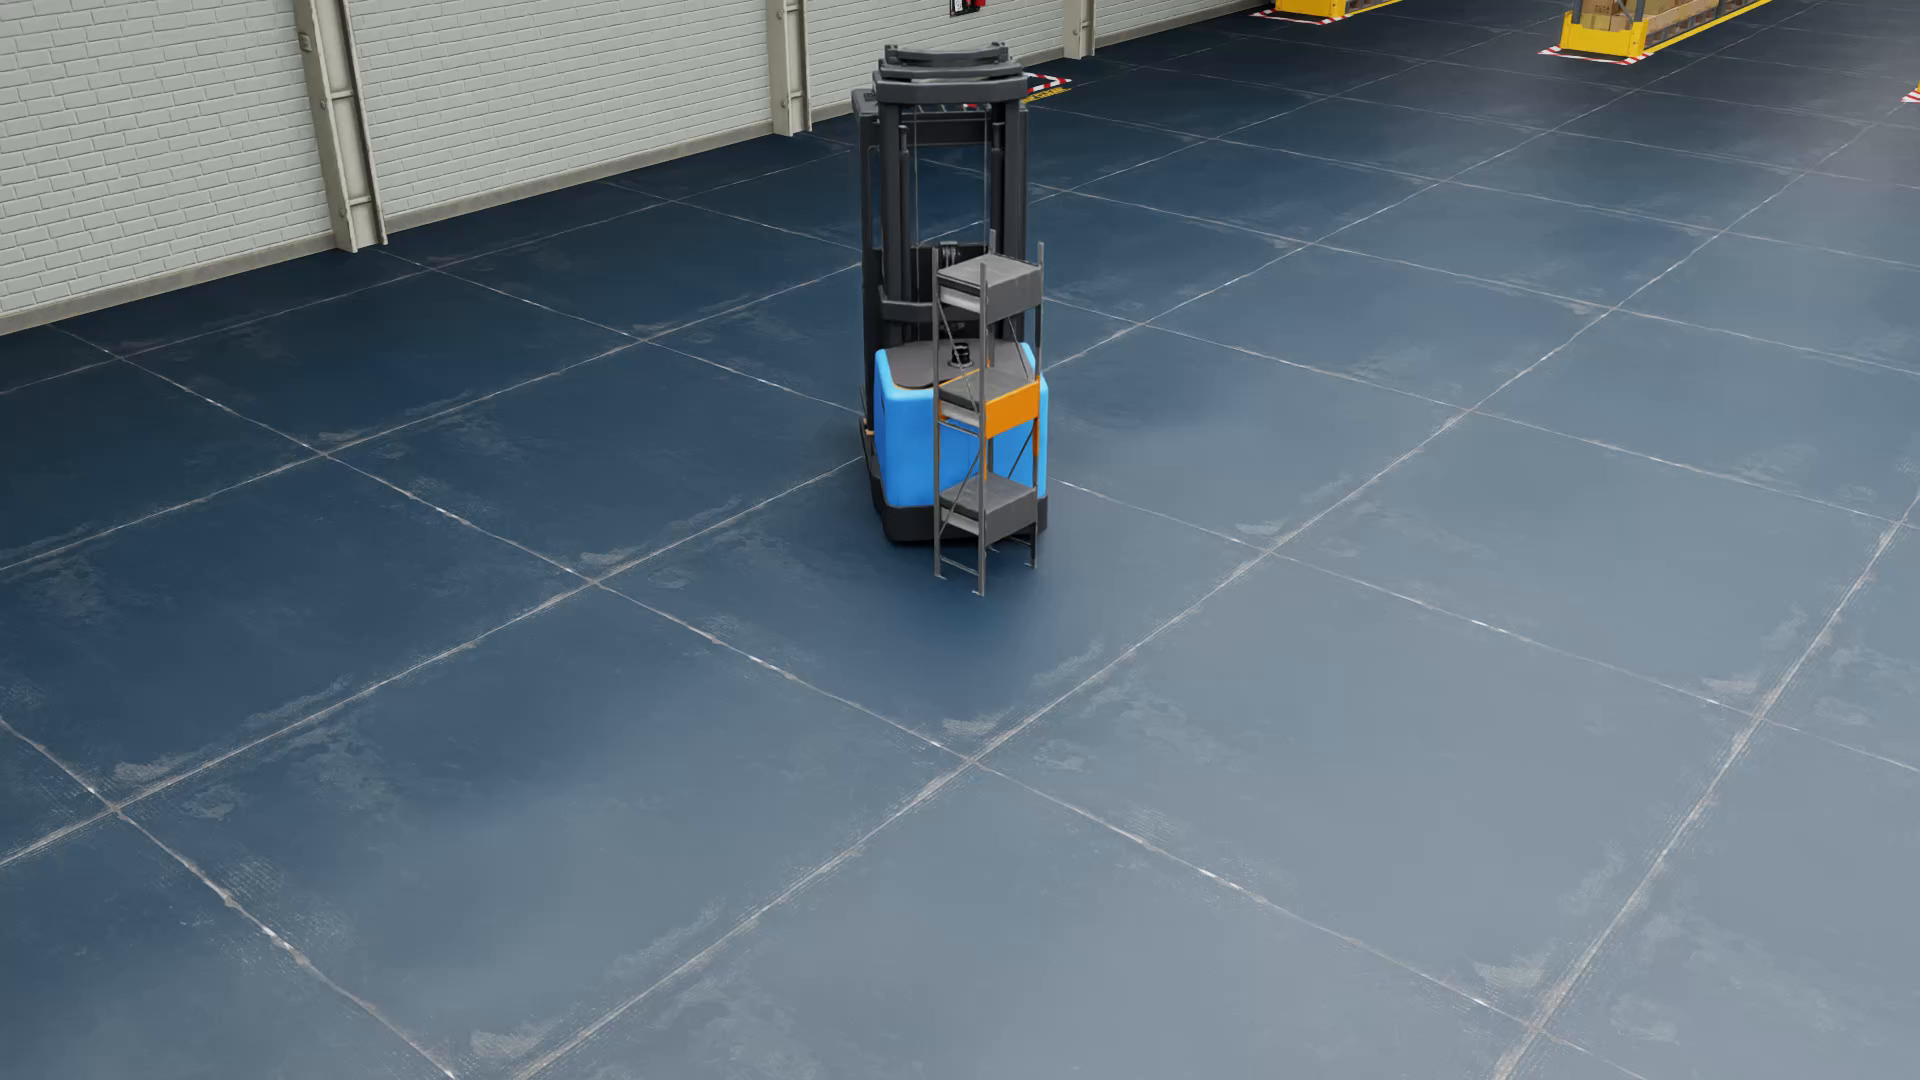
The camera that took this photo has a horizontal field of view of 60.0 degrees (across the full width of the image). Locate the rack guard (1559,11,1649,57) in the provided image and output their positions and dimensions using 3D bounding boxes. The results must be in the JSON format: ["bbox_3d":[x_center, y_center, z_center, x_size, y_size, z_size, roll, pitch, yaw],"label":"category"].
[{"bbox_3d":[9.598,-7.548,24.797,1.175,0.500,0.348,21,34,34],"label":"rack guard"}]

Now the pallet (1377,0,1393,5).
[{"bbox_3d":[7.157,-9.610,29.097,1.003,0.211,1.213,21,34,34],"label":"pallet"}]

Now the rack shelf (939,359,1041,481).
[{"bbox_3d":[0.160,-0.718,9.882,0.431,0.518,0.480,23,35,37],"label":"rack shelf"}]

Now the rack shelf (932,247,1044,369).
[{"bbox_3d":[0.160,-1.340,9.561,0.431,0.518,0.480,23,35,37],"label":"rack shelf"}]

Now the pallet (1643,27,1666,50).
[{"bbox_3d":[10.067,-7.712,25.428,1.003,0.211,1.213,21,34,34],"label":"pallet"}]

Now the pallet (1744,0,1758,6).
[{"bbox_3d":[13.371,-9.554,28.988,1.003,0.211,1.213,21,34,34],"label":"pallet"}]

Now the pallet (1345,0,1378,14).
[{"bbox_3d":[6.380,-9.180,28.265,1.003,0.211,1.213,21,34,34],"label":"pallet"}]

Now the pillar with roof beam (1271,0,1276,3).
[{"bbox_3d":[8.888,-12.021,24.193,9.100,9.000,0.400,21,34,34],"label":"pillar with roof beam"}]

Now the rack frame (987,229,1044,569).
[{"bbox_3d":[0.325,-0.813,10.035,0.400,2.100,0.015,23,35,37],"label":"rack frame"}]

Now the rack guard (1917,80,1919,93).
[{"bbox_3d":[13.445,-6.149,22.092,1.175,0.500,0.348,21,34,34],"label":"rack guard"}]

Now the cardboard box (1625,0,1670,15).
[{"bbox_3d":[10.442,-8.269,25.188,0.500,0.500,0.500,21,34,34],"label":"cardboard box"}]

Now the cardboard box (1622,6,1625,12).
[{"bbox_3d":[10.035,-8.090,25.659,0.500,0.250,0.500,21,34,34],"label":"cardboard box"}]

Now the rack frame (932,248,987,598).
[{"bbox_3d":[-0.006,-0.648,9.717,0.400,2.100,0.015,23,35,37],"label":"rack frame"}]

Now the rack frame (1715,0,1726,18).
[{"bbox_3d":[12.157,-10.085,26.981,1.000,3.000,0.127,21,34,34],"label":"rack frame"}]

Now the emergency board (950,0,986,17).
[{"bbox_3d":[0.148,-7.622,22.220,0.194,1.169,0.643,21,34,34],"label":"emergency board"}]

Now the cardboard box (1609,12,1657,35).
[{"bbox_3d":[10.126,-7.758,25.017,0.500,0.250,0.500,21,34,34],"label":"cardboard box"}]

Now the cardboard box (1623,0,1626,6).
[{"bbox_3d":[10.349,-8.601,25.832,0.500,0.500,0.500,21,34,34],"label":"cardboard box"}]

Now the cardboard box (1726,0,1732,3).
[{"bbox_3d":[12.605,-9.121,27.653,0.500,0.250,0.500,20,33,33],"label":"cardboard box"}]

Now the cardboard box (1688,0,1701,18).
[{"bbox_3d":[11.398,-8.466,26.387,0.500,0.250,0.500,21,34,34],"label":"cardboard box"}]

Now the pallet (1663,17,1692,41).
[{"bbox_3d":[10.843,-8.143,26.260,1.003,0.211,1.213,21,34,34],"label":"pallet"}]

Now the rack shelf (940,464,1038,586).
[{"bbox_3d":[0.160,-0.096,10.204,0.431,0.518,0.480,23,35,37],"label":"rack shelf"}]

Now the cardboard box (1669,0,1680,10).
[{"bbox_3d":[10.750,-8.450,25.538,0.500,0.500,0.500,21,34,34],"label":"cardboard box"}]

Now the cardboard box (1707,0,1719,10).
[{"bbox_3d":[12.031,-8.822,27.075,0.500,0.250,0.500,21,34,34],"label":"cardboard box"}]

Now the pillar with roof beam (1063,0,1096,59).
[{"bbox_3d":[5.071,-9.894,20.081,9.100,9.000,0.400,21,34,34],"label":"pillar with roof beam"}]

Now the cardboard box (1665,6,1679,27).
[{"bbox_3d":[10.759,-8.113,25.704,0.500,0.250,0.500,21,34,34],"label":"cardboard box"}]

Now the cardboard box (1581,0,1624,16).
[{"bbox_3d":[9.724,-8.243,25.138,0.500,0.500,0.500,21,34,34],"label":"cardboard box"}]

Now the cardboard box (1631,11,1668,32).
[{"bbox_3d":[10.441,-7.936,25.361,0.500,0.250,0.500,21,34,34],"label":"cardboard box"}]

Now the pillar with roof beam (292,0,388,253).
[{"bbox_3d":[-2.562,-5.639,11.857,9.100,9.000,0.400,21,34,34],"label":"pillar with roof beam"}]

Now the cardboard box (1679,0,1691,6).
[{"bbox_3d":[11.082,-8.622,25.871,0.500,0.500,0.500,21,34,34],"label":"cardboard box"}]

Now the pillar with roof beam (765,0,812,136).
[{"bbox_3d":[1.255,-7.766,15.969,9.100,9.000,0.400,21,34,34],"label":"pillar with roof beam"}]

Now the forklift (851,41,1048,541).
[{"bbox_3d":[-0.137,-1.945,11.319,1.130,2.935,3.031,-3,28,-7],"label":"forklift"}]

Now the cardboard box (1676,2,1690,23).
[{"bbox_3d":[11.081,-8.289,26.044,0.500,0.250,0.500,21,34,34],"label":"cardboard box"}]

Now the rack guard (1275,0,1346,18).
[{"bbox_3d":[5.836,-9.030,27.662,1.175,0.500,0.348,21,34,34],"label":"rack guard"}]

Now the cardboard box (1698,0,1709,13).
[{"bbox_3d":[11.705,-8.648,26.738,0.500,0.250,0.500,21,34,34],"label":"cardboard box"}]

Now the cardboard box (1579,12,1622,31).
[{"bbox_3d":[9.726,-7.909,25.309,0.500,0.250,0.500,21,34,34],"label":"cardboard box"}]

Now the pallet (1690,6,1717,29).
[{"bbox_3d":[11.619,-8.577,27.100,1.003,0.211,1.213,21,34,34],"label":"pallet"}]

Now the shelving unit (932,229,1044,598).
[{"bbox_3d":[0.160,-0.730,9.876,0.431,2.100,0.503,23,35,37],"label":"shelving unit"}]

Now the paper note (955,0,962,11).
[{"bbox_3d":[-0.018,-7.188,22.340,0.016,0.148,0.142,21,34,34],"label":"paper note"}]

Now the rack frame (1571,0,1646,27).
[{"bbox_3d":[9.613,-8.667,24.239,1.000,3.000,0.127,21,34,34],"label":"rack frame"}]

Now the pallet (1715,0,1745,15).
[{"bbox_3d":[12.596,-9.120,28.149,1.003,0.211,1.213,21,34,34],"label":"pallet"}]
